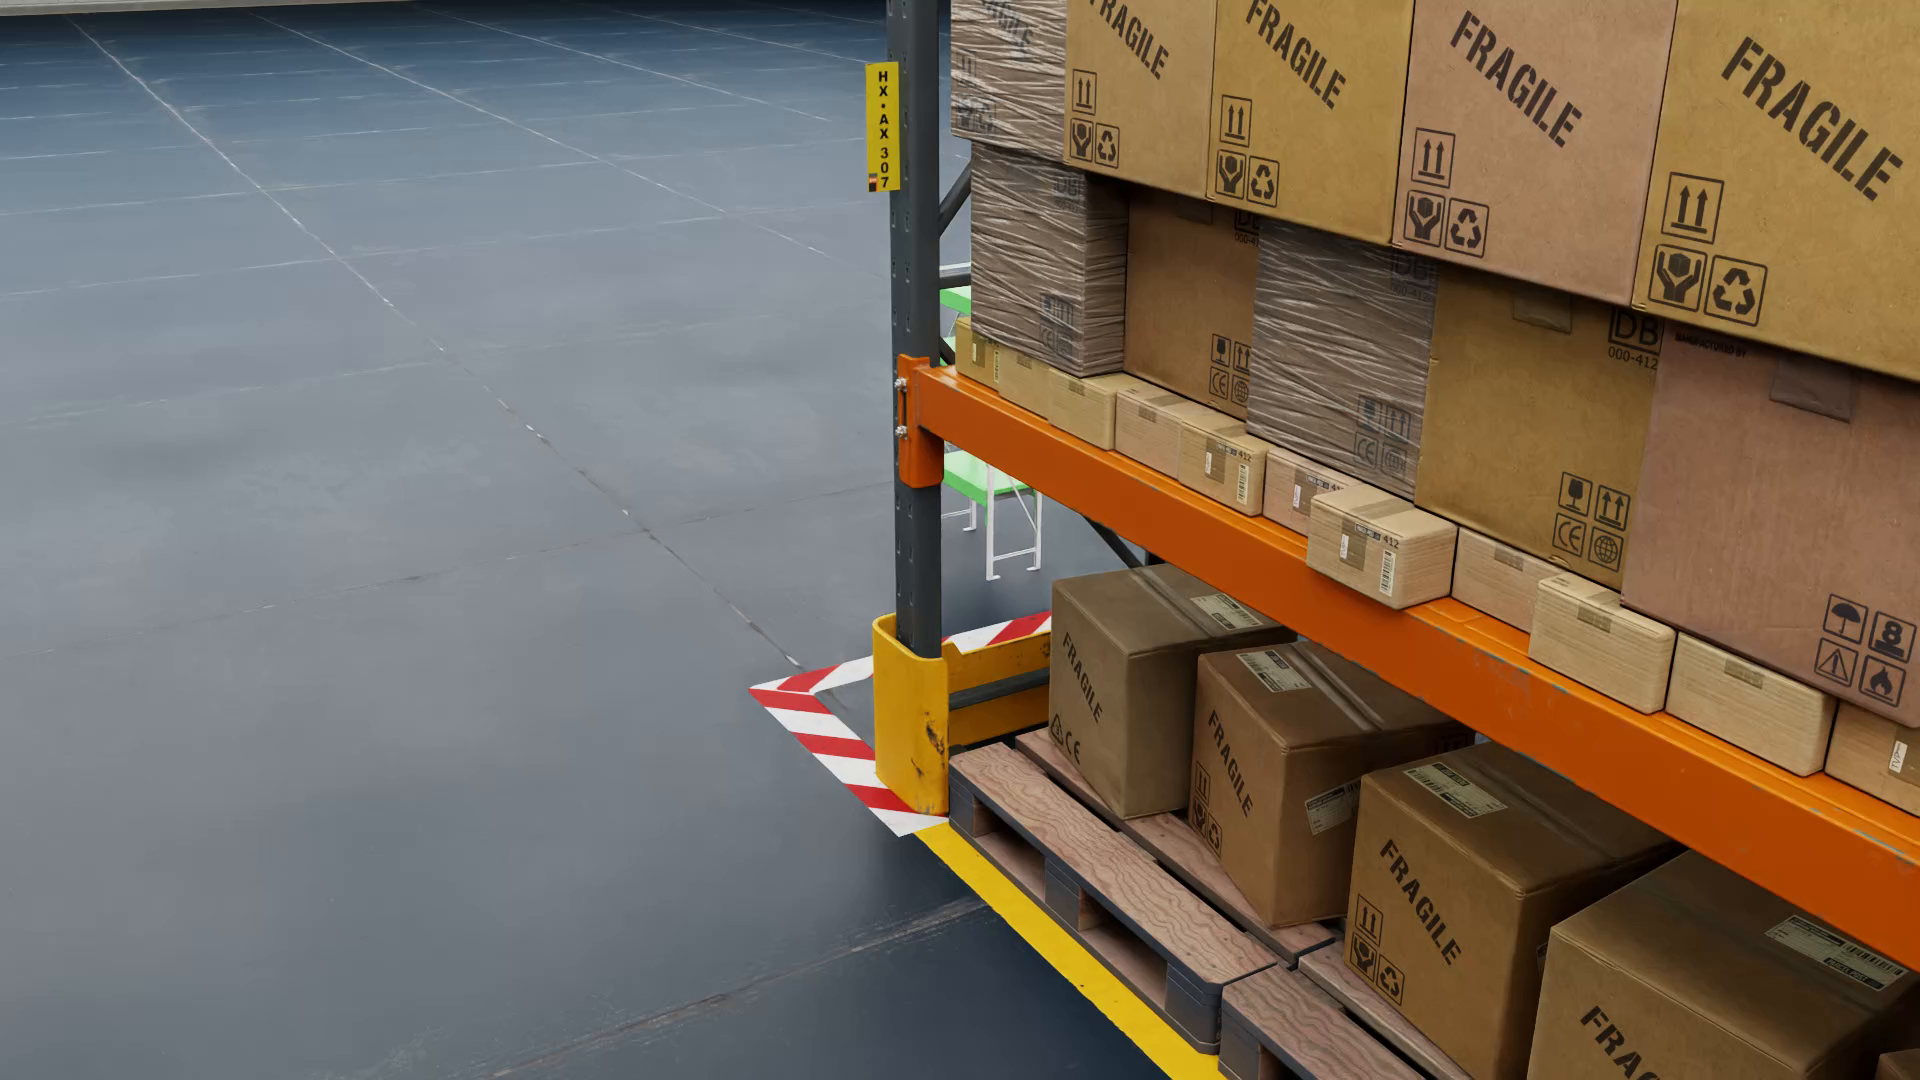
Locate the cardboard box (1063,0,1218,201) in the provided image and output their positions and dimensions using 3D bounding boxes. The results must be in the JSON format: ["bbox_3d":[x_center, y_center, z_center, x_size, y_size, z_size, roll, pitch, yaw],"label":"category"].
[{"bbox_3d":[0.566,-1.025,3.494,0.500,0.500,0.500,-13,25,-28],"label":"cardboard box"}]

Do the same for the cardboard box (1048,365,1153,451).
[{"bbox_3d":[0.437,-0.348,4.018,0.380,0.149,0.250,-13,25,-28],"label":"cardboard box"}]

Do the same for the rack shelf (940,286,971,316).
[{"bbox_3d":[0.085,-0.888,6.297,0.258,0.148,0.480,-13,25,-28],"label":"rack shelf"}]

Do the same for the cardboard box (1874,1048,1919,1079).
[{"bbox_3d":[1.845,1.166,2.721,0.500,0.500,0.500,-5,23,-11],"label":"cardboard box"}]

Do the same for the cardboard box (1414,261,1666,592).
[{"bbox_3d":[1.350,-0.299,3.035,0.875,0.500,0.500,-13,25,-28],"label":"cardboard box"}]

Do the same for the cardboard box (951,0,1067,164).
[{"bbox_3d":[0.317,-1.188,3.895,0.500,0.500,0.500,-13,25,-28],"label":"cardboard box"}]

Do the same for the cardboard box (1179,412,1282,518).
[{"bbox_3d":[0.704,-0.189,3.627,0.380,0.149,0.250,-13,25,-28],"label":"cardboard box"}]

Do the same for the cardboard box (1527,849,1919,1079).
[{"bbox_3d":[1.460,0.980,3.178,0.500,0.500,0.500,-15,27,-33],"label":"cardboard box"}]

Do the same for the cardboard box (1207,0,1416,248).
[{"bbox_3d":[0.823,-0.863,3.096,0.500,0.500,0.500,-13,25,-28],"label":"cardboard box"}]

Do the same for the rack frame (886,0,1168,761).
[{"bbox_3d":[0.270,-0.771,4.725,1.000,3.000,0.127,-13,25,-28],"label":"rack frame"}]

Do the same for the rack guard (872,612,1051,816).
[{"bbox_3d":[0.309,0.411,5.135,1.175,0.500,0.348,-13,25,-28],"label":"rack guard"}]

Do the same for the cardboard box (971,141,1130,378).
[{"bbox_3d":[0.528,-0.772,4.199,0.875,0.500,0.500,-13,25,-28],"label":"cardboard box"}]

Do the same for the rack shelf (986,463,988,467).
[{"bbox_3d":[0.085,-0.443,6.478,0.258,0.148,0.480,-13,25,-28],"label":"rack shelf"}]

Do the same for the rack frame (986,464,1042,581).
[{"bbox_3d":[0.209,-0.423,6.259,0.240,1.200,0.015,-13,25,-28],"label":"rack frame"}]

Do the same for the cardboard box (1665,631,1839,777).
[{"bbox_3d":[1.355,0.213,2.638,0.380,0.149,0.250,-13,25,-28],"label":"cardboard box"}]

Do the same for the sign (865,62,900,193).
[{"bbox_3d":[-0.196,-1.068,4.305,0.100,0.325,0.005,-13,25,-28],"label":"sign"}]

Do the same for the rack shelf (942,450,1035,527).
[{"bbox_3d":[0.085,-0.221,6.568,0.258,0.148,0.480,-13,25,-28],"label":"rack shelf"}]

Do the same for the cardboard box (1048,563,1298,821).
[{"bbox_3d":[0.575,0.398,4.612,0.500,0.500,0.500,-8,23,-18],"label":"cardboard box"}]

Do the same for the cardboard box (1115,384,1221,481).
[{"bbox_3d":[0.583,-0.271,3.829,0.380,0.149,0.250,-13,25,-28],"label":"cardboard box"}]

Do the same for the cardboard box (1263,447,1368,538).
[{"bbox_3d":[0.855,-0.113,3.440,0.380,0.149,0.250,-13,25,-28],"label":"cardboard box"}]

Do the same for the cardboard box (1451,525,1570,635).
[{"bbox_3d":[1.136,0.043,3.056,0.380,0.149,0.250,-13,25,-28],"label":"cardboard box"}]

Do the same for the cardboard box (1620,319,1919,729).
[{"bbox_3d":[1.570,-0.129,2.618,0.875,0.500,0.500,-13,25,-28],"label":"cardboard box"}]

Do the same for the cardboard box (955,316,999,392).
[{"bbox_3d":[0.211,-0.517,4.433,0.380,0.149,0.250,-13,25,-28],"label":"cardboard box"}]

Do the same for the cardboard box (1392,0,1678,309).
[{"bbox_3d":[1.084,-0.703,2.701,0.500,0.500,0.500,-13,25,-28],"label":"cardboard box"}]

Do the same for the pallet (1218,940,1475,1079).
[{"bbox_3d":[1.313,1.209,3.555,1.003,0.211,1.213,-13,25,-28],"label":"pallet"}]

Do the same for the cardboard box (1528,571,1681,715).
[{"bbox_3d":[1.198,0.139,2.820,0.380,0.149,0.250,-13,25,-28],"label":"cardboard box"}]

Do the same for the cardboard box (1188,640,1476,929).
[{"bbox_3d":[0.910,0.585,4.152,0.500,0.500,0.500,-6,23,-14],"label":"cardboard box"}]

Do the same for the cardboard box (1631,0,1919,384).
[{"bbox_3d":[1.336,-0.540,2.301,0.500,0.500,0.500,-13,25,-28],"label":"cardboard box"}]

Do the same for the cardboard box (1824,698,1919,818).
[{"bbox_3d":[1.518,0.286,2.458,0.380,0.149,0.250,-13,25,-28],"label":"cardboard box"}]

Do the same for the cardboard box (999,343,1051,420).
[{"bbox_3d":[0.322,-0.432,4.224,0.380,0.149,0.250,-13,25,-28],"label":"cardboard box"}]

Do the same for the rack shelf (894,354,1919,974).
[{"bbox_3d":[1.292,0.210,3.268,1.077,0.370,4.000,-13,25,-28],"label":"rack shelf"}]

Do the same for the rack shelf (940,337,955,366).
[{"bbox_3d":[0.085,-0.665,6.387,0.258,0.148,0.480,-13,25,-28],"label":"rack shelf"}]

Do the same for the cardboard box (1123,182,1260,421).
[{"bbox_3d":[0.886,-0.633,3.858,0.875,0.500,0.500,-13,25,-28],"label":"cardboard box"}]

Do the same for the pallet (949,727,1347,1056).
[{"bbox_3d":[0.694,0.815,4.526,1.003,0.211,1.213,-13,25,-28],"label":"pallet"}]

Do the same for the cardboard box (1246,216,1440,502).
[{"bbox_3d":[1.105,-0.463,3.439,0.875,0.500,0.500,-13,25,-28],"label":"cardboard box"}]

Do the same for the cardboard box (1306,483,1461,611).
[{"bbox_3d":[0.894,-0.012,3.192,0.380,0.149,0.250,-13,25,-28],"label":"cardboard box"}]

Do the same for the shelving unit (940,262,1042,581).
[{"bbox_3d":[0.085,-0.502,6.454,0.258,1.200,0.503,-13,25,-28],"label":"shelving unit"}]

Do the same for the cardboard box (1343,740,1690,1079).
[{"bbox_3d":[1.213,0.791,3.644,0.500,0.500,0.500,-10,24,-23],"label":"cardboard box"}]

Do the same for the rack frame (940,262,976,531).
[{"bbox_3d":[-0.040,-0.581,6.648,0.240,1.200,0.015,-13,25,-28],"label":"rack frame"}]
